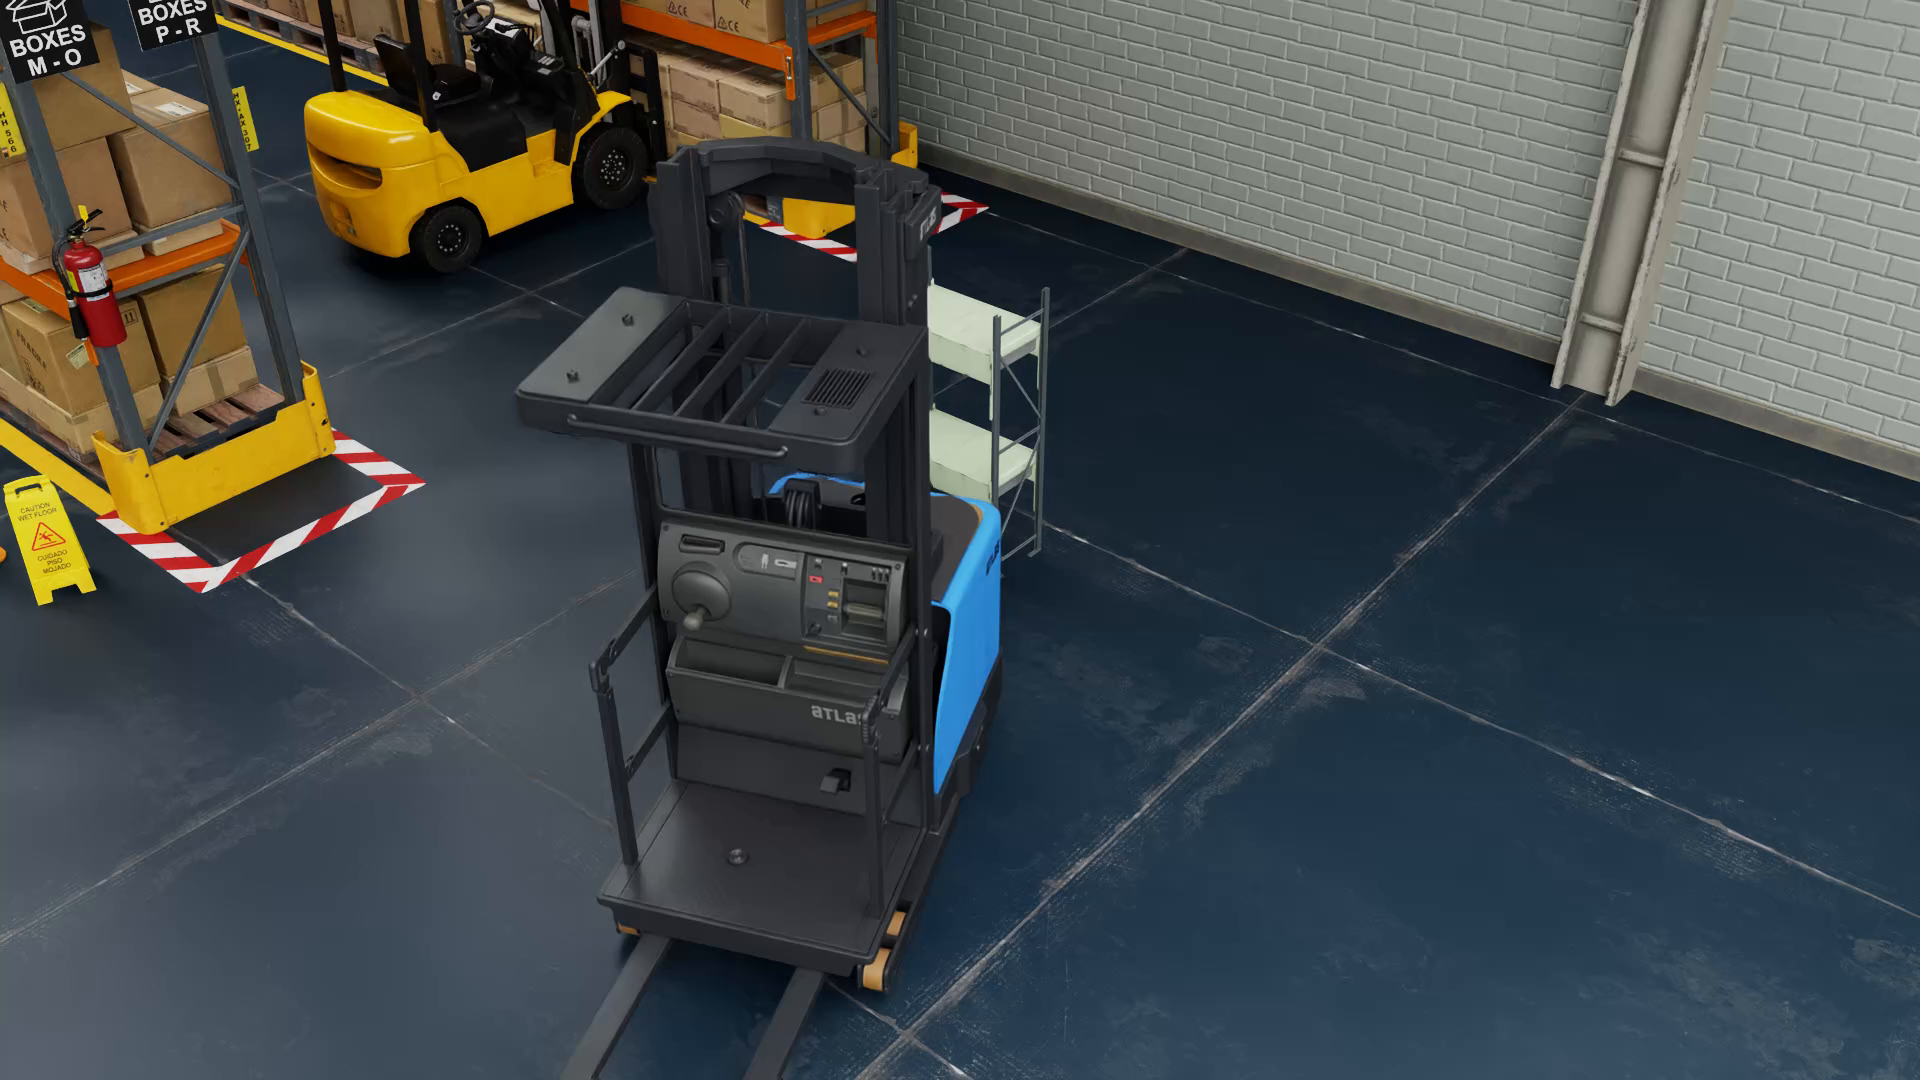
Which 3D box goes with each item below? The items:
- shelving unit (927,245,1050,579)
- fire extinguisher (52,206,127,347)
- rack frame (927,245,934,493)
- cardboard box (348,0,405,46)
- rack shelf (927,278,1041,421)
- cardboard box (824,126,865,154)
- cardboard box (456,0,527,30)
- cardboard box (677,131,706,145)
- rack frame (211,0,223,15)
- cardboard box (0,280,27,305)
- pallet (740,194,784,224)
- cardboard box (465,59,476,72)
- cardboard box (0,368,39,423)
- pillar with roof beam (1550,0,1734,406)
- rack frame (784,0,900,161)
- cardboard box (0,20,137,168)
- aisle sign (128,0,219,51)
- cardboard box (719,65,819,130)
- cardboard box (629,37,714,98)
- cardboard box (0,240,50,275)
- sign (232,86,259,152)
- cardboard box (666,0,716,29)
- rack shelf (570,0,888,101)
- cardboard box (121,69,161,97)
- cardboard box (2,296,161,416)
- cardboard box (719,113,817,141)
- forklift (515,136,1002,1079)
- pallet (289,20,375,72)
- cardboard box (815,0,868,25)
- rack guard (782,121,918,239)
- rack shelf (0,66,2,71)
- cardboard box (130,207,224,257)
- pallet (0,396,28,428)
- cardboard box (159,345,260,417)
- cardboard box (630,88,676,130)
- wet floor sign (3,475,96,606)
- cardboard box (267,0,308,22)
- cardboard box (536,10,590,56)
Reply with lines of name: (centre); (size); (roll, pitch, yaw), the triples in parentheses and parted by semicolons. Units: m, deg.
shelving unit: (0.005, -0.616, 8.322); (0.755, 1.500, 0.431); (25, 42, 32)
fire extinguisher: (-4.195, -1.263, 8.008); (0.183, 0.674, 0.296); (25, 42, 32)
rack frame: (-0.276, -0.748, 8.515); (0.023, 1.500, 0.400); (25, 42, 32)
cardboard box: (-4.888, -4.809, 14.830); (0.625, 0.625, 0.875); (25, 42, 31)
rack shelf: (0.005, -0.938, 8.101); (0.720, 0.370, 0.431); (25, 42, 32)
cardboard box: (-1.067, -3.000, 12.527); (0.500, 0.250, 0.500); (25, 42, 32)
cardboard box: (-3.718, -4.287, 13.517); (0.500, 0.250, 0.500); (25, 41, 31)
cardboard box: (-1.754, -2.954, 12.460); (0.500, 0.250, 0.500); (25, 42, 32)
rack frame: (-6.963, -6.596, 15.704); (0.127, 3.000, 1.000); (25, 42, 32)
cardboard box: (-5.095, -1.434, 9.010); (0.250, 0.149, 0.380); (27, 43, 33)
pallet: (-1.429, -2.807, 12.651); (1.213, 0.211, 1.003); (25, 42, 32)
cardboard box: (-3.729, -3.867, 13.789); (0.500, 0.250, 0.500); (26, 42, 32)
cardboard box: (-5.174, -0.943, 9.532); (0.500, 0.250, 0.500); (25, 42, 32)
pillar with roof beam: (1.084, -2.769, 4.833); (0.400, 9.000, 9.100); (25, 42, 32)
rack frame: (-0.815, -3.698, 11.485); (0.127, 3.000, 1.000); (25, 42, 32)
cardboard box: (-4.520, -2.203, 8.074); (0.500, 0.500, 0.700); (24, 41, 31)
aisle sign: (-3.742, -2.721, 7.766); (0.004, 0.787, 0.394); (25, 42, 32)
cardboard box: (-1.368, -3.181, 11.907); (0.500, 0.250, 0.500); (27, 43, 33)
cardboard box: (-2.158, -3.542, 12.432); (0.500, 0.250, 0.500); (26, 42, 32)
cardboard box: (-4.678, -1.519, 8.534); (0.250, 0.149, 0.380); (25, 42, 31)
sign: (-3.641, -2.130, 8.437); (0.005, 0.325, 0.100); (25, 42, 32)
cardboard box: (-1.754, -3.995, 11.829); (0.500, 0.500, 0.500); (27, 43, 33)
rack shelf: (-2.352, -4.126, 12.743); (4.000, 0.370, 1.077); (25, 42, 32)
cardboard box: (-4.574, -2.179, 8.923); (0.500, 0.500, 0.500); (27, 43, 33)
cardboard box: (-4.770, -1.062, 9.043); (0.500, 0.500, 0.500); (26, 42, 32)
cardboard box: (-1.389, -2.984, 12.062); (0.500, 0.250, 0.500); (25, 41, 31)
forklift: (-0.706, 0.241, 5.810); (1.130, 2.935, 3.031); (9, 36, 13)
pallet: (-5.422, -4.689, 15.391); (1.213, 0.211, 1.003); (25, 42, 32)
cardboard box: (-1.018, -4.039, 11.894); (0.500, 0.500, 0.500); (27, 43, 33)
rack guard: (-0.796, -2.659, 12.180); (0.348, 0.500, 1.175); (25, 42, 32)
rack shelf: (-5.525, -3.201, 8.748); (4.000, 0.370, 1.077); (25, 42, 32)
cardboard box: (-4.116, -1.646, 8.720); (0.250, 0.149, 0.380); (25, 42, 32)
pallet: (-5.581, -1.167, 10.262); (1.213, 0.211, 1.003); (25, 42, 32)
cardboard box: (-4.431, -0.989, 9.598); (0.500, 0.250, 0.500); (25, 42, 31)
cardboard box: (-2.177, -3.348, 12.592); (0.500, 0.250, 0.500); (24, 41, 31)
wet floor sign: (-4.526, -0.032, 8.227); (0.267, 0.644, 0.232); (-18, 38, -25)
cardboard box: (-5.985, -5.325, 15.580); (0.625, 0.625, 0.875); (27, 43, 33)
cardboard box: (-2.941, -3.922, 12.986); (0.500, 0.250, 0.500); (27, 43, 33)
